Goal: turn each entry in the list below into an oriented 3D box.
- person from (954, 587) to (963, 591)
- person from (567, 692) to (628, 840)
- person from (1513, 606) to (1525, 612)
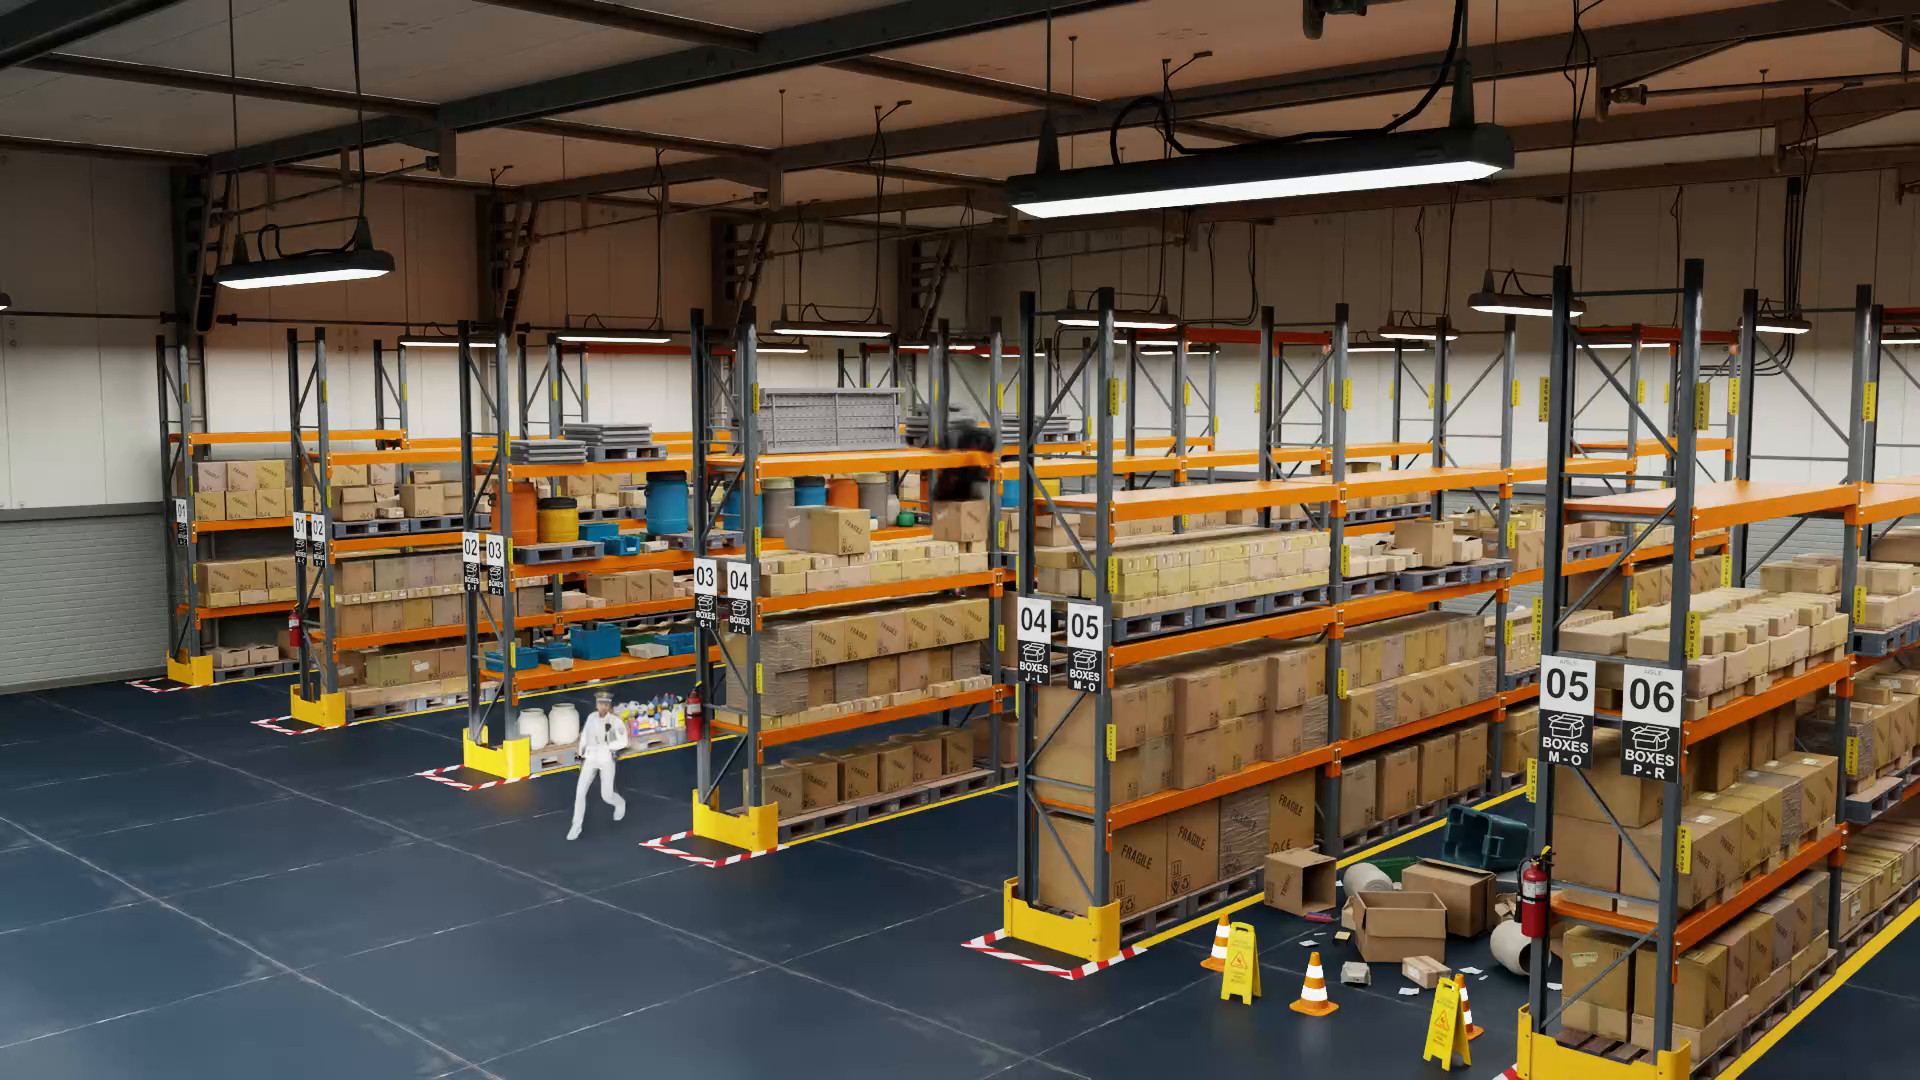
[{"bbox_3d":[0.024,1.425,31.229,0.593,1.639,0.901,5,7,43],"label":"person"},{"bbox_3d":[-4.117,2.564,19.156,0.639,1.672,0.850,1,5,12],"label":"person"},{"bbox_3d":[8.976,1.865,26.387,0.696,1.694,0.878,4,7,37],"label":"person"}]
